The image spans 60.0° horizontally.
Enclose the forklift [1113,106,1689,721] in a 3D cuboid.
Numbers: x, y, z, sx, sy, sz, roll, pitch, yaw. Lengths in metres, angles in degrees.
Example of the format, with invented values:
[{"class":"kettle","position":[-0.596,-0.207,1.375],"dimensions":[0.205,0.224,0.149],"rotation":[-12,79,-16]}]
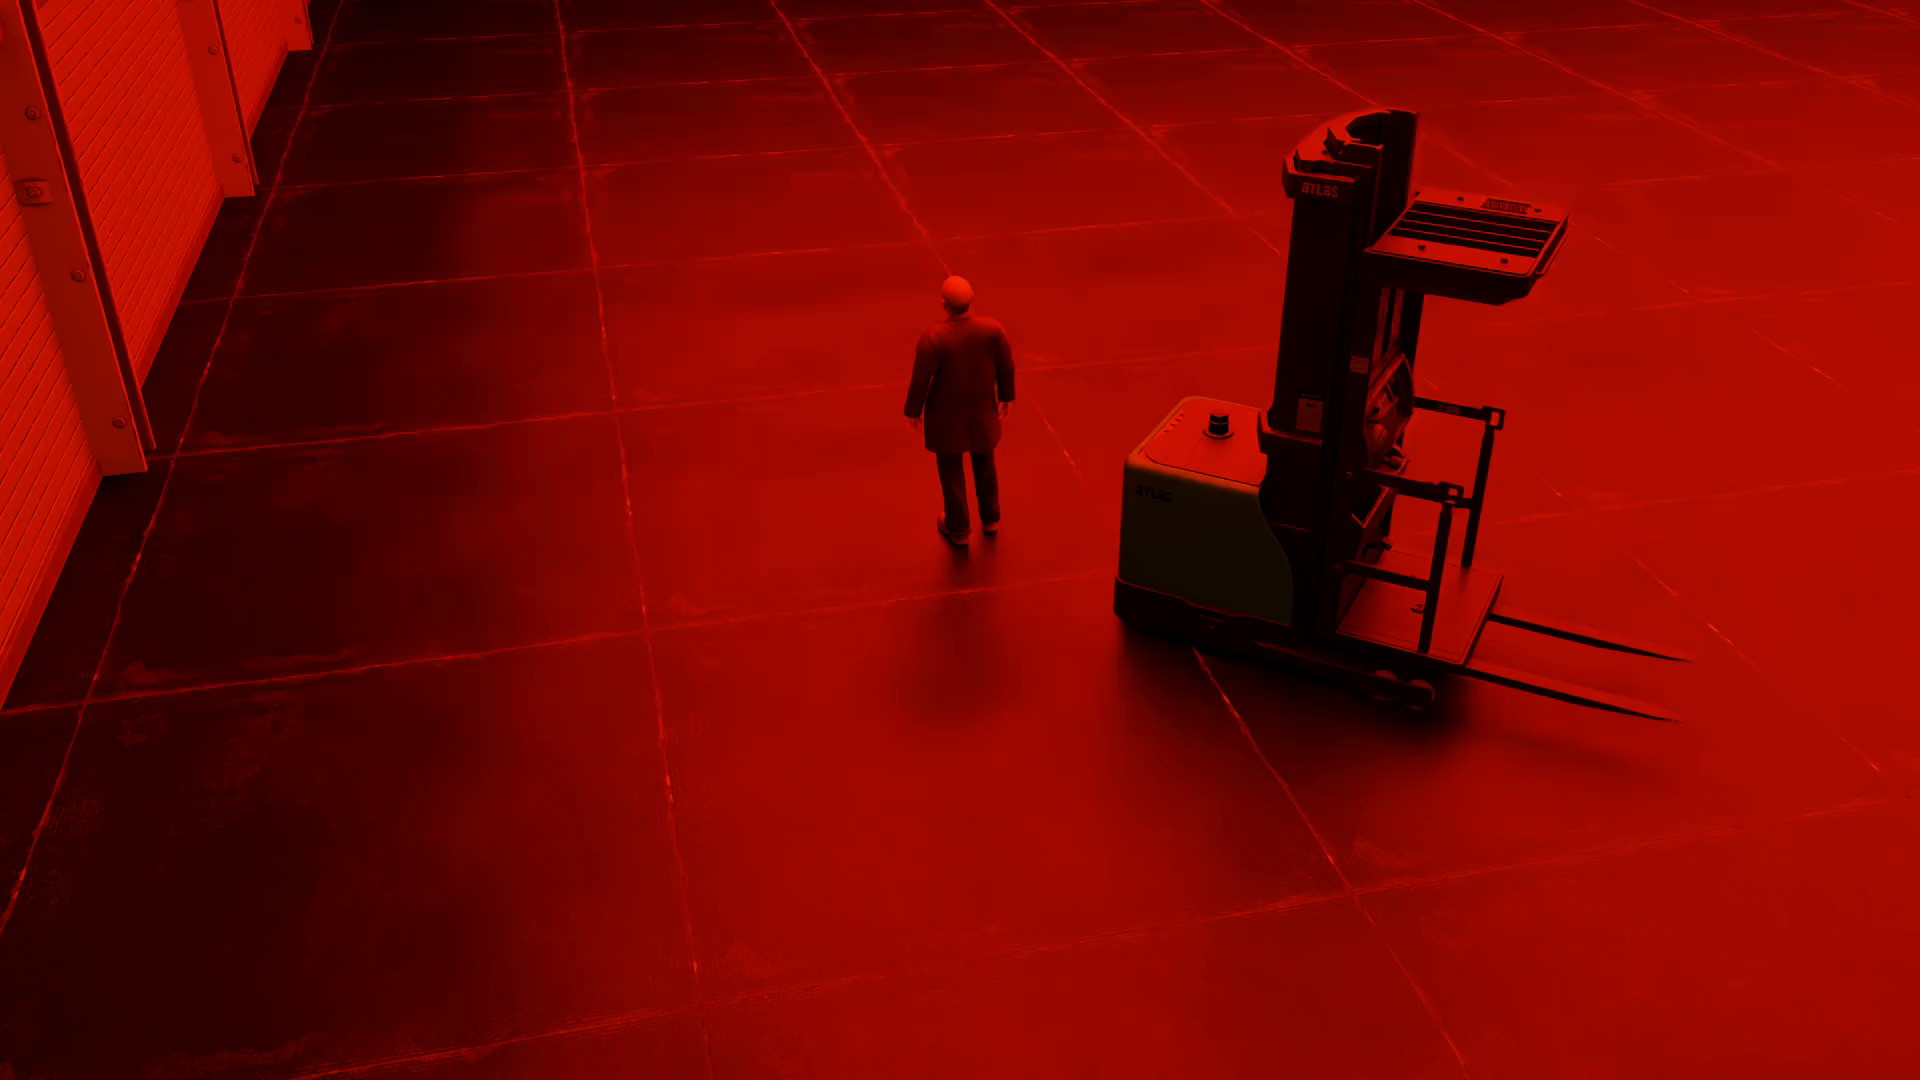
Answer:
[{"class":"forklift","position":[2.439,-0.657,8.709],"dimensions":[3.031,2.935,1.130],"rotation":[15,33,24]}]

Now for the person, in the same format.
[{"class":"person","position":[-0.017,-0.820,10.128],"dimensions":[0.694,1.776,0.582],"rotation":[-7,31,-12]}]
